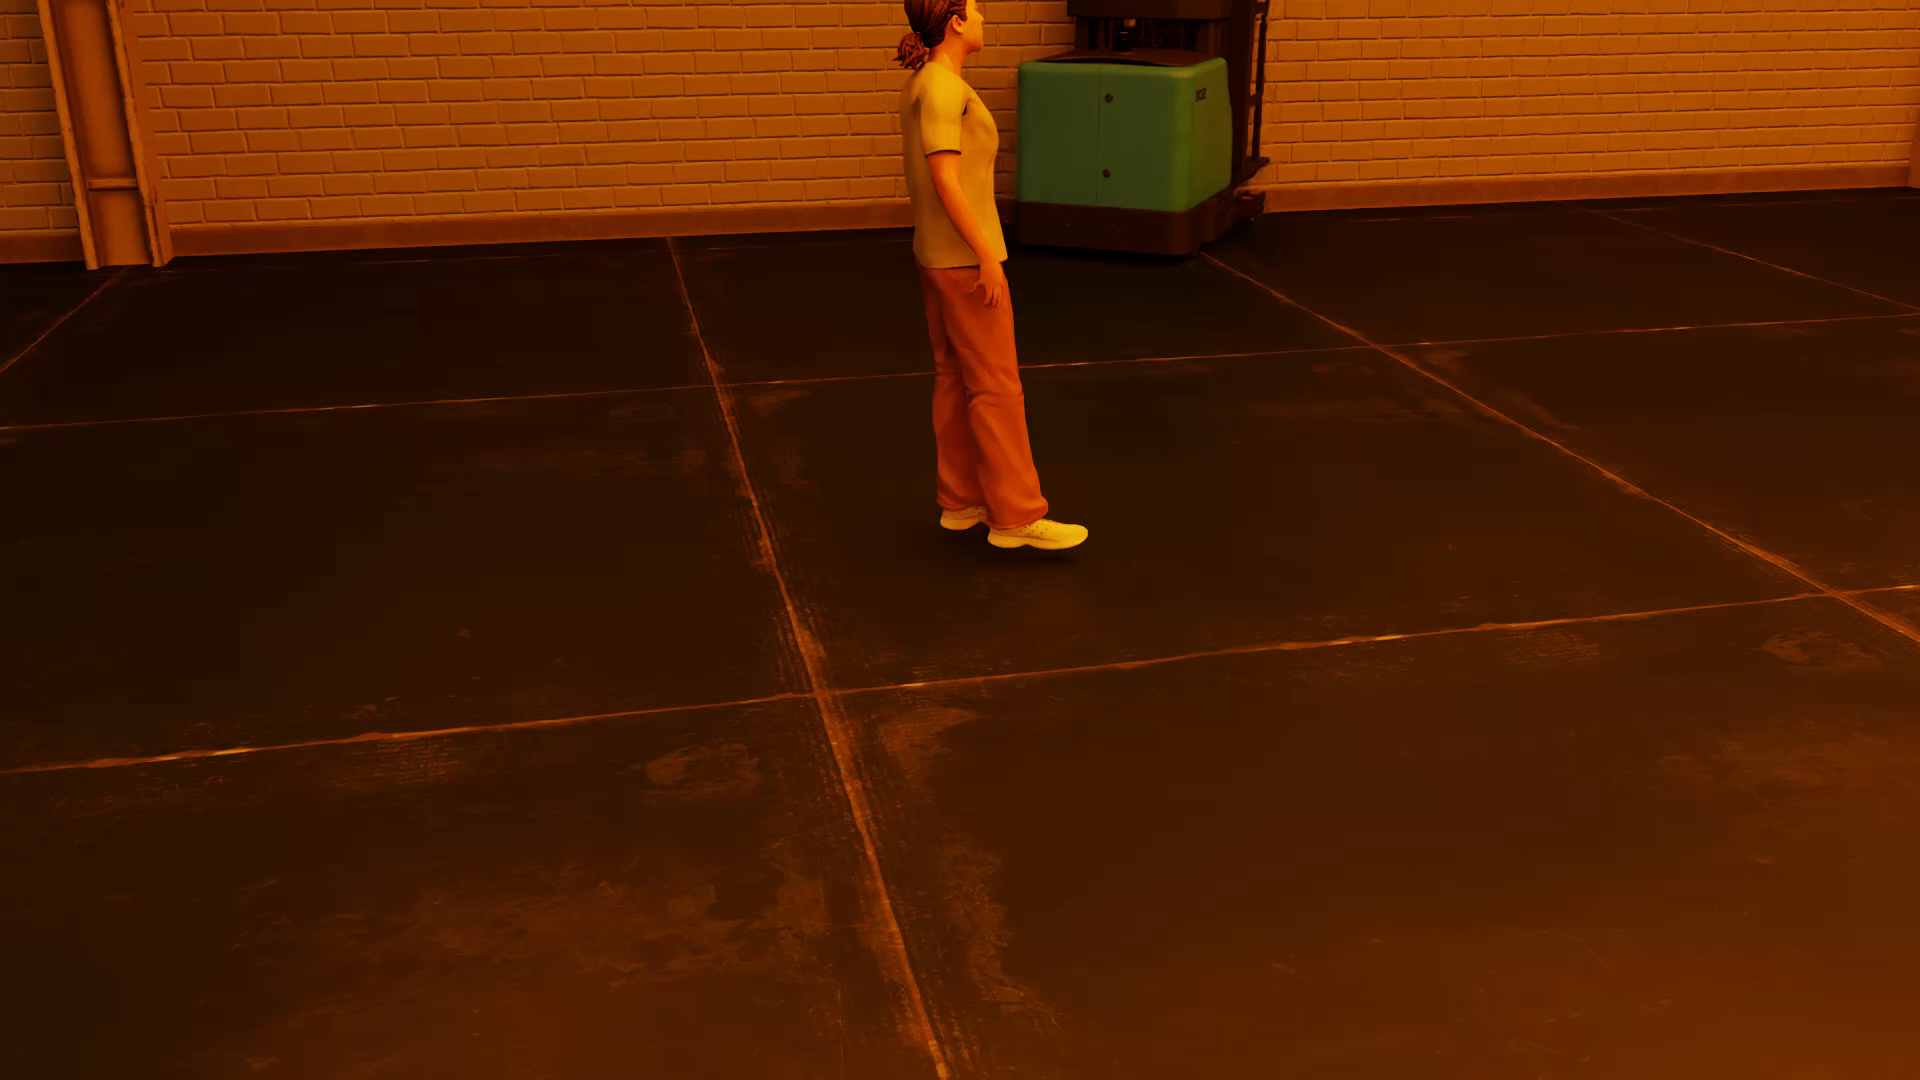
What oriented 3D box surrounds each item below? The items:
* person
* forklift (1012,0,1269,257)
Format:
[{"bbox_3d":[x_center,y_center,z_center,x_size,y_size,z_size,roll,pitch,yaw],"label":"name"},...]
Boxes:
[{"bbox_3d":[0.075,-0.801,4.998,0.547,1.613,0.553,-5,21,-12],"label":"person"},{"bbox_3d":[1.330,-3.439,10.187,1.130,2.935,3.031,8,22,21],"label":"forklift"}]
